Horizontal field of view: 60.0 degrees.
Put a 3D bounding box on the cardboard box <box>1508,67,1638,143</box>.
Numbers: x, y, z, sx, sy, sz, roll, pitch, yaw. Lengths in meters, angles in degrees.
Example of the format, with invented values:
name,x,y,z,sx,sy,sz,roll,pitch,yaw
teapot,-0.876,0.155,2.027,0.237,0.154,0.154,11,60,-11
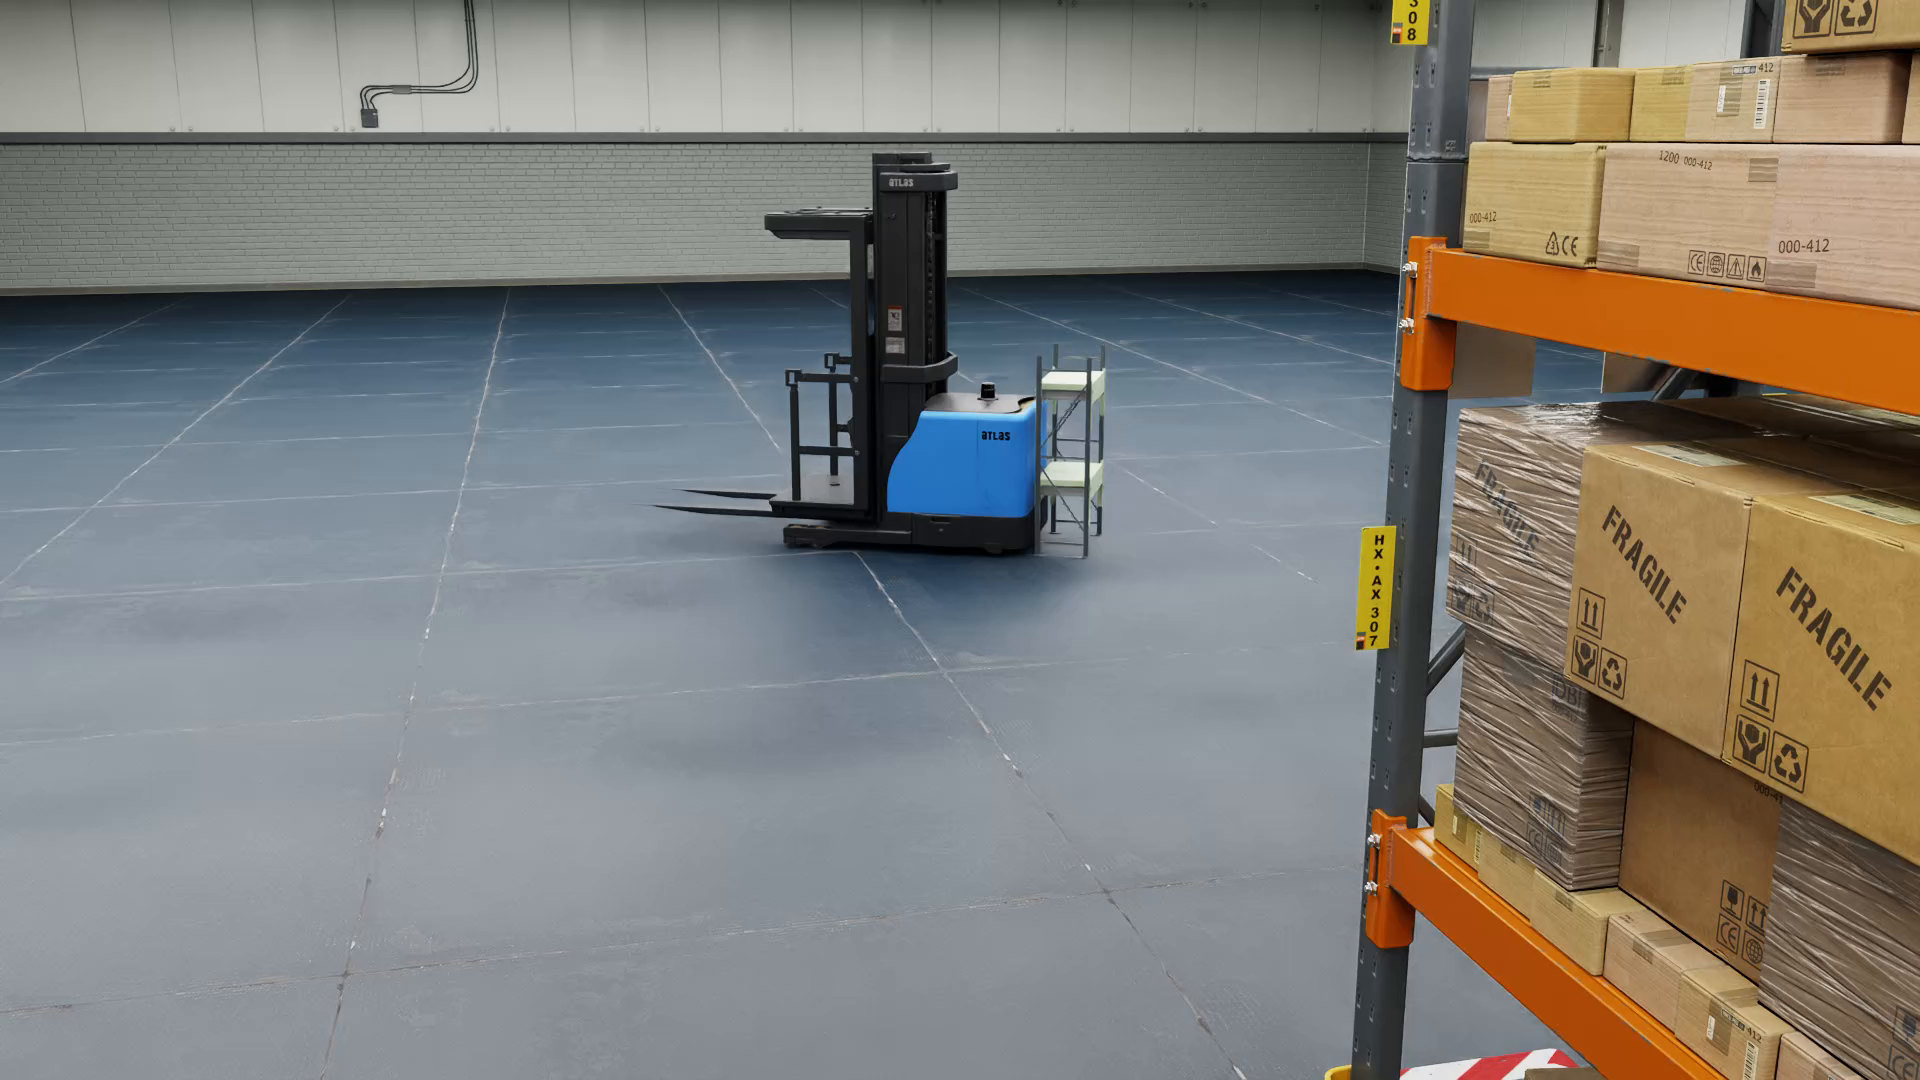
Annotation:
name,x,y,z,sx,sy,sz,roll,pitch,yaw
cardboard box,1.405,-0.922,3.535,0.380,0.149,0.250,-3,14,-12

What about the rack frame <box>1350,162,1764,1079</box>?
name,x,y,z,sx,sy,sz,roll,pitch,yaw
rack frame,1.599,0.515,4.500,1.000,3.000,0.127,-3,14,-13

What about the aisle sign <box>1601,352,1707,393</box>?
name,x,y,z,sx,sy,sz,roll,pitch,yaw
aisle sign,1.876,-0.779,4.319,0.394,0.787,0.004,-3,14,-13

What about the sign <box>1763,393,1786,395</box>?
name,x,y,z,sx,sy,sz,roll,pitch,yaw
sign,2.143,-0.228,4.433,0.100,0.325,0.005,-3,14,-13

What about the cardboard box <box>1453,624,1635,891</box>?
name,x,y,z,sx,sy,sz,roll,pitch,yaw
cardboard box,1.701,0.450,3.927,0.875,0.500,0.500,-3,14,-13

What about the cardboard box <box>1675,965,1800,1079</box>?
name,x,y,z,sx,sy,sz,roll,pitch,yaw
cardboard box,1.649,0.948,3.258,0.380,0.149,0.250,-3,14,-13

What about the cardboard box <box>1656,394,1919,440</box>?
name,x,y,z,sx,sy,sz,roll,pitch,yaw
cardboard box,1.968,-0.051,3.871,0.500,0.500,0.500,-3,14,-13

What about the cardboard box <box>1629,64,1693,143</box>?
name,x,y,z,sx,sy,sz,roll,pitch,yaw
cardboard box,1.584,-0.870,3.325,0.380,0.149,0.250,-4,14,-14

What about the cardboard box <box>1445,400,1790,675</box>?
name,x,y,z,sx,sy,sz,roll,pitch,yaw
cardboard box,1.463,-0.022,3.753,0.500,0.500,0.500,-3,14,-13

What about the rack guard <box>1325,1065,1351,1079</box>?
name,x,y,z,sx,sy,sz,roll,pitch,yaw
rack guard,1.616,1.746,4.725,1.175,0.500,0.348,-3,14,-13

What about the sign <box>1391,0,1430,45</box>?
name,x,y,z,sx,sy,sz,roll,pitch,yaw
sign,1.071,-1.337,3.917,0.100,0.325,0.005,-3,14,-13

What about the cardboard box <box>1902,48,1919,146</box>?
name,x,y,z,sx,sy,sz,roll,pitch,yaw
cardboard box,1.711,-0.685,2.566,0.380,0.149,0.250,-4,14,-16

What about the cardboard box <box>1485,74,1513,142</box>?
name,x,y,z,sx,sy,sz,roll,pitch,yaw
cardboard box,1.438,-0.987,3.802,0.380,0.149,0.250,-3,14,-14

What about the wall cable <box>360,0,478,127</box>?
name,x,y,z,sx,sy,sz,roll,pitch,yaw
wall cable,-10.791,-11.211,32.687,2.305,6.003,0.169,-3,14,-13

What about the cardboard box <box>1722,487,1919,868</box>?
name,x,y,z,sx,sy,sz,roll,pitch,yaw
cardboard box,1.692,0.209,2.807,0.500,0.500,0.500,-3,14,-13

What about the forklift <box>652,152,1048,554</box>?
name,x,y,z,sx,sy,sz,roll,pitch,yaw
forklift,-0.876,-1.478,12.802,3.031,2.935,1.130,3,14,12

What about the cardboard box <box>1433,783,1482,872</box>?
name,x,y,z,sx,sy,sz,roll,pitch,yaw
cardboard box,1.434,0.716,4.207,0.380,0.149,0.250,-3,14,-13

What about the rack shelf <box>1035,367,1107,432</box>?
name,x,y,z,sx,sy,sz,roll,pitch,yaw
rack shelf,0.836,-1.064,12.478,0.431,0.370,0.720,3,14,12

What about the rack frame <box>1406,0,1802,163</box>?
name,x,y,z,sx,sy,sz,roll,pitch,yaw
rack frame,1.599,-2.400,3.788,1.000,3.000,0.127,-3,14,-13

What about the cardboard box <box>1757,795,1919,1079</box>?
name,x,y,z,sx,sy,sz,roll,pitch,yaw
cardboard box,2.010,0.676,3.001,0.875,0.500,0.500,-3,14,-13

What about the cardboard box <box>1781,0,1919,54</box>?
name,x,y,z,sx,sy,sz,roll,pitch,yaw
cardboard box,1.685,-1.021,2.574,0.500,0.500,0.500,-3,14,-13

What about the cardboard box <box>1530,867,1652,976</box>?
name,x,y,z,sx,sy,sz,roll,pitch,yaw
cardboard box,1.518,0.833,3.727,0.380,0.149,0.250,-3,14,-13

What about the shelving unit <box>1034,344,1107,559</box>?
name,x,y,z,sx,sy,sz,roll,pitch,yaw
shelving unit,0.836,-0.685,12.570,0.431,1.500,0.755,3,14,12

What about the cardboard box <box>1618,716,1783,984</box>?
name,x,y,z,sx,sy,sz,roll,pitch,yaw
cardboard box,1.935,0.559,3.483,0.875,0.500,0.500,-3,14,-13

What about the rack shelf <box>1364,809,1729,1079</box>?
name,x,y,z,sx,sy,sz,roll,pitch,yaw
rack shelf,2.068,1.326,2.697,1.077,0.370,4.000,-3,14,-13

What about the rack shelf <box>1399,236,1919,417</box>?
name,x,y,z,sx,sy,sz,roll,pitch,yaw
rack shelf,2.068,-0.132,2.341,1.077,0.370,4.000,-3,14,-13

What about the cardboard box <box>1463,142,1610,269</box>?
name,x,y,z,sx,sy,sz,roll,pitch,yaw
cardboard box,1.460,-0.744,3.648,0.500,0.250,0.500,-3,14,-12

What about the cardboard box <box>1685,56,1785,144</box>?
name,x,y,z,sx,sy,sz,roll,pitch,yaw
cardboard box,1.579,-0.803,3.051,0.380,0.149,0.250,-3,14,-11

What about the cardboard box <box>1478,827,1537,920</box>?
name,x,y,z,sx,sy,sz,roll,pitch,yaw
cardboard box,1.474,0.774,3.966,0.380,0.149,0.250,-3,14,-13

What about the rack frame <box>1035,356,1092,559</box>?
name,x,y,z,sx,sy,sz,roll,pitch,yaw
rack frame,0.756,-0.600,12.223,0.400,1.500,0.023,3,14,12

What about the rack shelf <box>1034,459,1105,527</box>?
name,x,y,z,sx,sy,sz,roll,pitch,yaw
rack shelf,0.836,-0.368,12.648,0.431,0.370,0.720,3,14,12

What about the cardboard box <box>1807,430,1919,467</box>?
name,x,y,z,sx,sy,sz,roll,pitch,yaw
cardboard box,2.091,0.064,3.401,0.500,0.500,0.500,-3,14,-13

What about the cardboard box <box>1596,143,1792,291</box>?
name,x,y,z,sx,sy,sz,roll,pitch,yaw
cardboard box,1.588,-0.625,3.162,0.500,0.250,0.500,-4,14,-14

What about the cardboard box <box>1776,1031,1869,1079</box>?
name,x,y,z,sx,sy,sz,roll,pitch,yaw
cardboard box,1.734,1.004,3.028,0.380,0.149,0.250,-3,14,-13

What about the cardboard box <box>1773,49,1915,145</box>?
name,x,y,z,sx,sy,sz,roll,pitch,yaw
cardboard box,1.632,-0.747,2.821,0.380,0.149,0.250,-3,14,-13

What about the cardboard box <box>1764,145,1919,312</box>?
name,x,y,z,sx,sy,sz,roll,pitch,yaw
cardboard box,1.700,-0.511,2.694,0.500,0.250,0.500,-3,14,-13

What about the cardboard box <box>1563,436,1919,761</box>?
name,x,y,z,sx,sy,sz,roll,pitch,yaw
cardboard box,1.573,0.094,3.279,0.500,0.500,0.500,-3,14,-13

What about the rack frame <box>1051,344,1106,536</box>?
name,x,y,z,sx,sy,sz,roll,pitch,yaw
rack frame,0.916,-0.770,12.917,0.400,1.500,0.023,3,14,12

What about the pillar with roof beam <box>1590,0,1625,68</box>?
name,x,y,z,sx,sy,sz,roll,pitch,yaw
pillar with roof beam,7.227,-8.411,28.395,9.100,9.000,0.400,-3,14,-13

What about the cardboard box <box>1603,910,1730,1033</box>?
name,x,y,z,sx,sy,sz,roll,pitch,yaw
cardboard box,1.597,0.889,3.495,0.380,0.149,0.250,-3,14,-13

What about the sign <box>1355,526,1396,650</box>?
name,x,y,z,sx,sy,sz,roll,pitch,yaw
sign,1.071,0.124,4.274,0.100,0.325,0.005,-3,14,-13

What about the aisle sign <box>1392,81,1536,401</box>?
name,x,y,z,sx,sy,sz,roll,pitch,yaw
aisle sign,1.292,-0.746,4.182,0.394,0.787,0.004,-3,14,-13

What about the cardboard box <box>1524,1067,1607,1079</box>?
name,x,y,z,sx,sy,sz,roll,pitch,yaw
cardboard box,1.729,1.670,4.154,0.500,0.500,0.500,-1,14,-3
